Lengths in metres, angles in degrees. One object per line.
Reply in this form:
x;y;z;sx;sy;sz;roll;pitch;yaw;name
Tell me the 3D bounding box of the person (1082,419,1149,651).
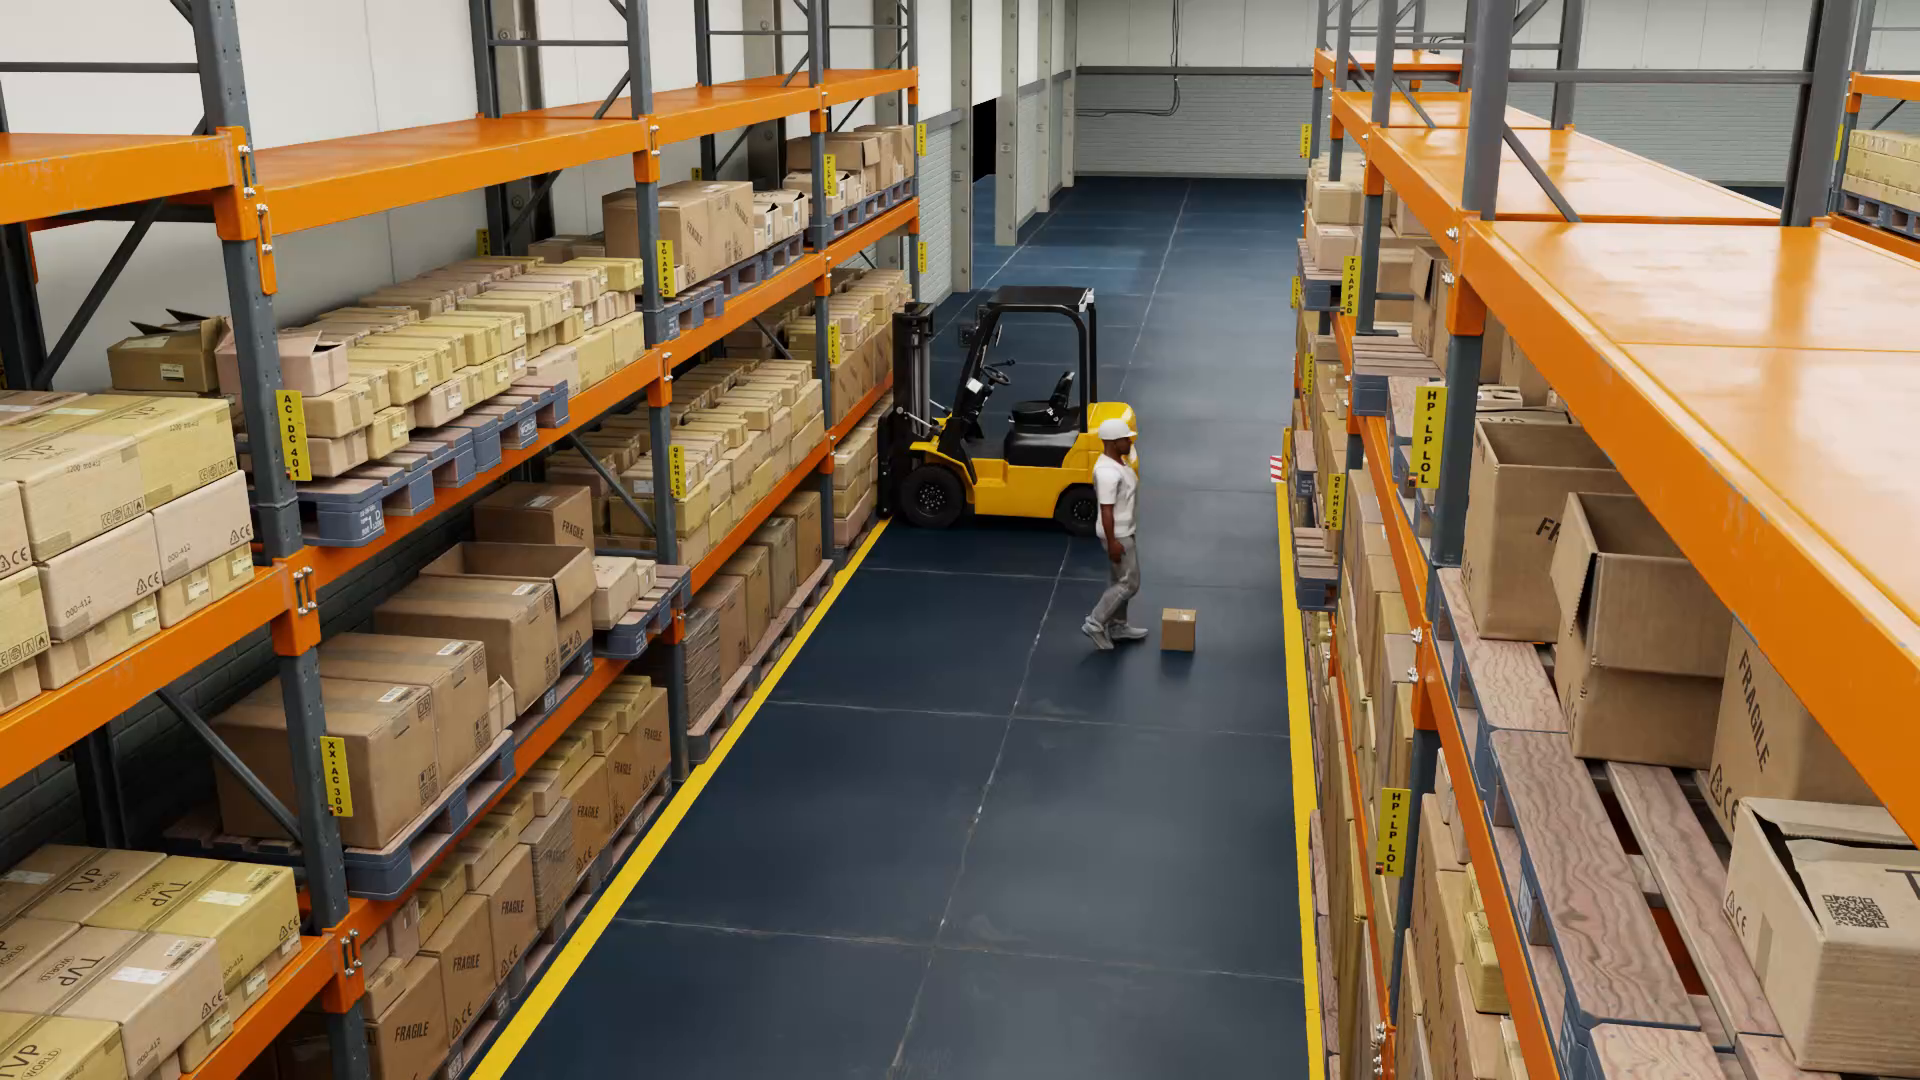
1.212;-0.043;12.682;0.508;1.800;0.589;3;18;9;person
